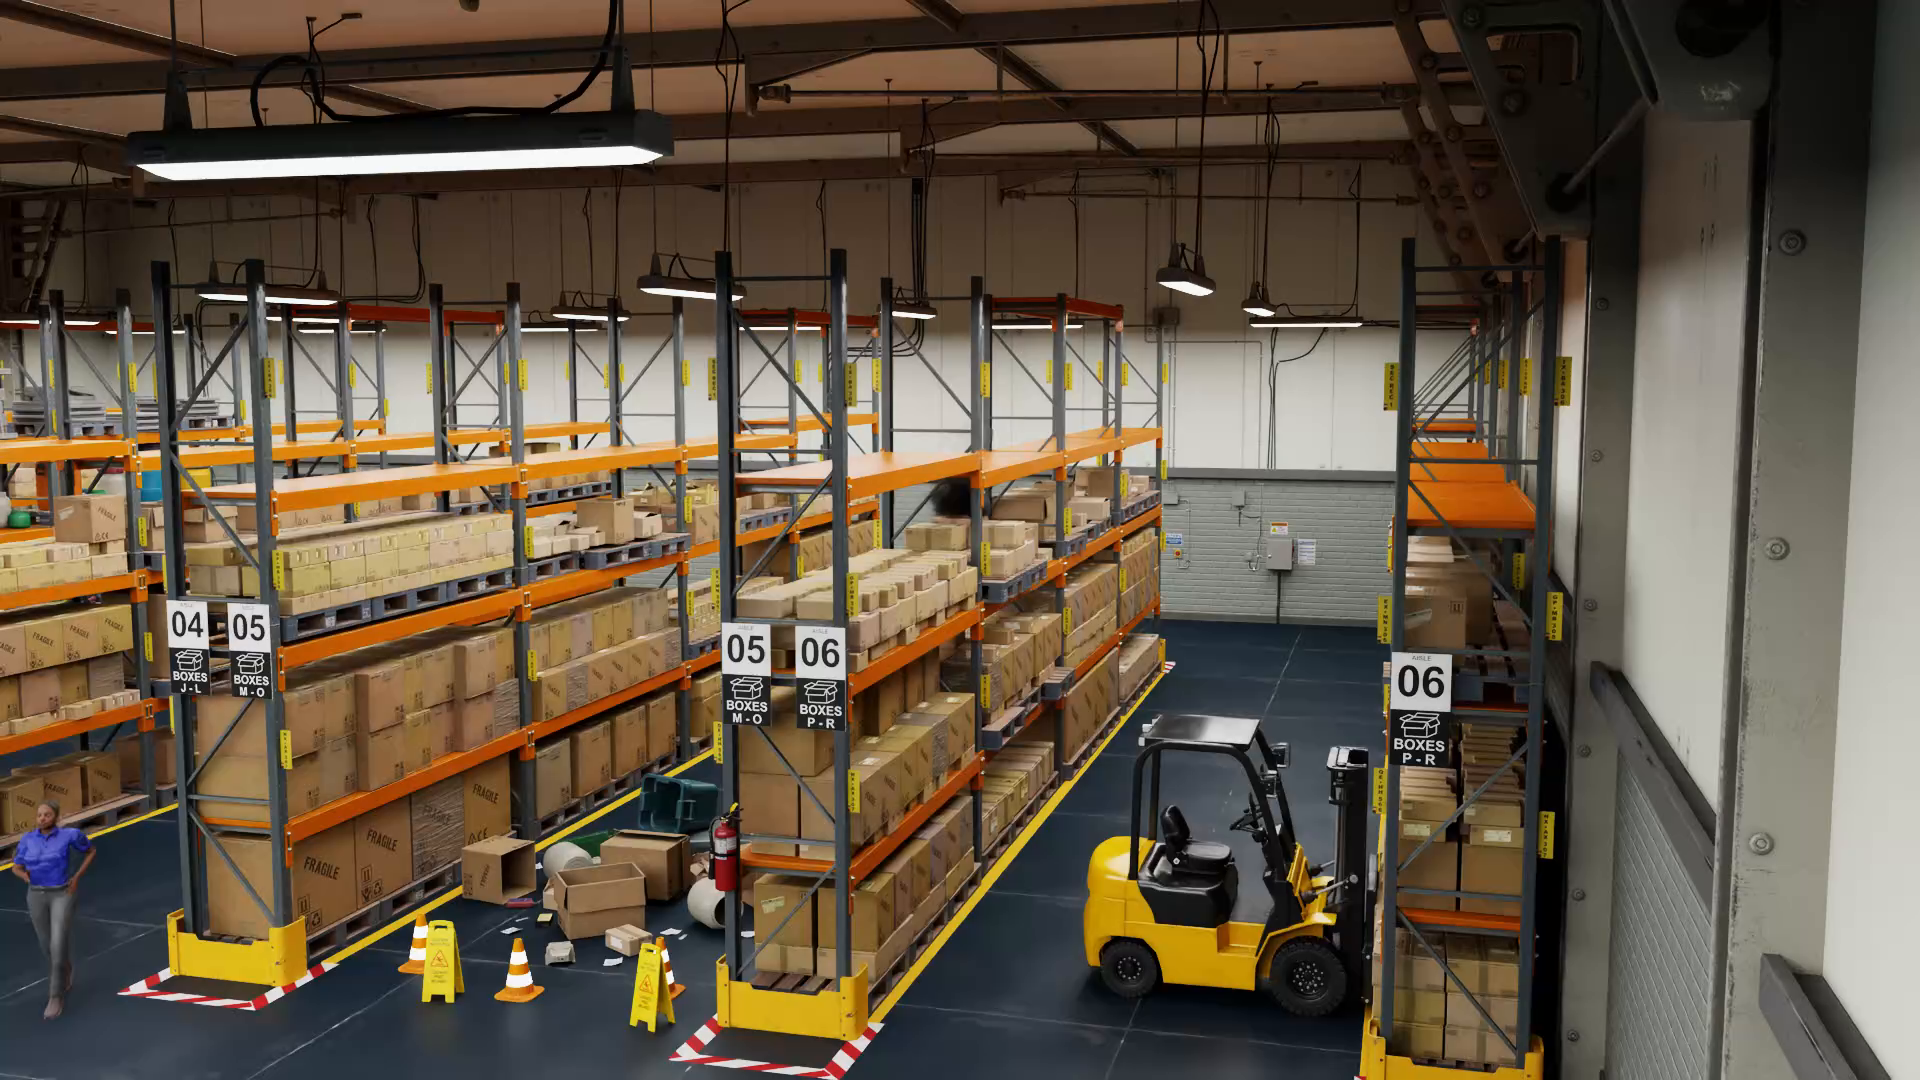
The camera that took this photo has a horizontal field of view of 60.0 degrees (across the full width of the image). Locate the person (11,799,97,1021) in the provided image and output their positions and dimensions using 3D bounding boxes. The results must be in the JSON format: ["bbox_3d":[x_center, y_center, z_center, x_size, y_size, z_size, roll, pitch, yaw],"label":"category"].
[{"bbox_3d":[-7.324,2.924,13.419,0.584,1.689,0.769,-1,6,-8],"label":"person"}]
